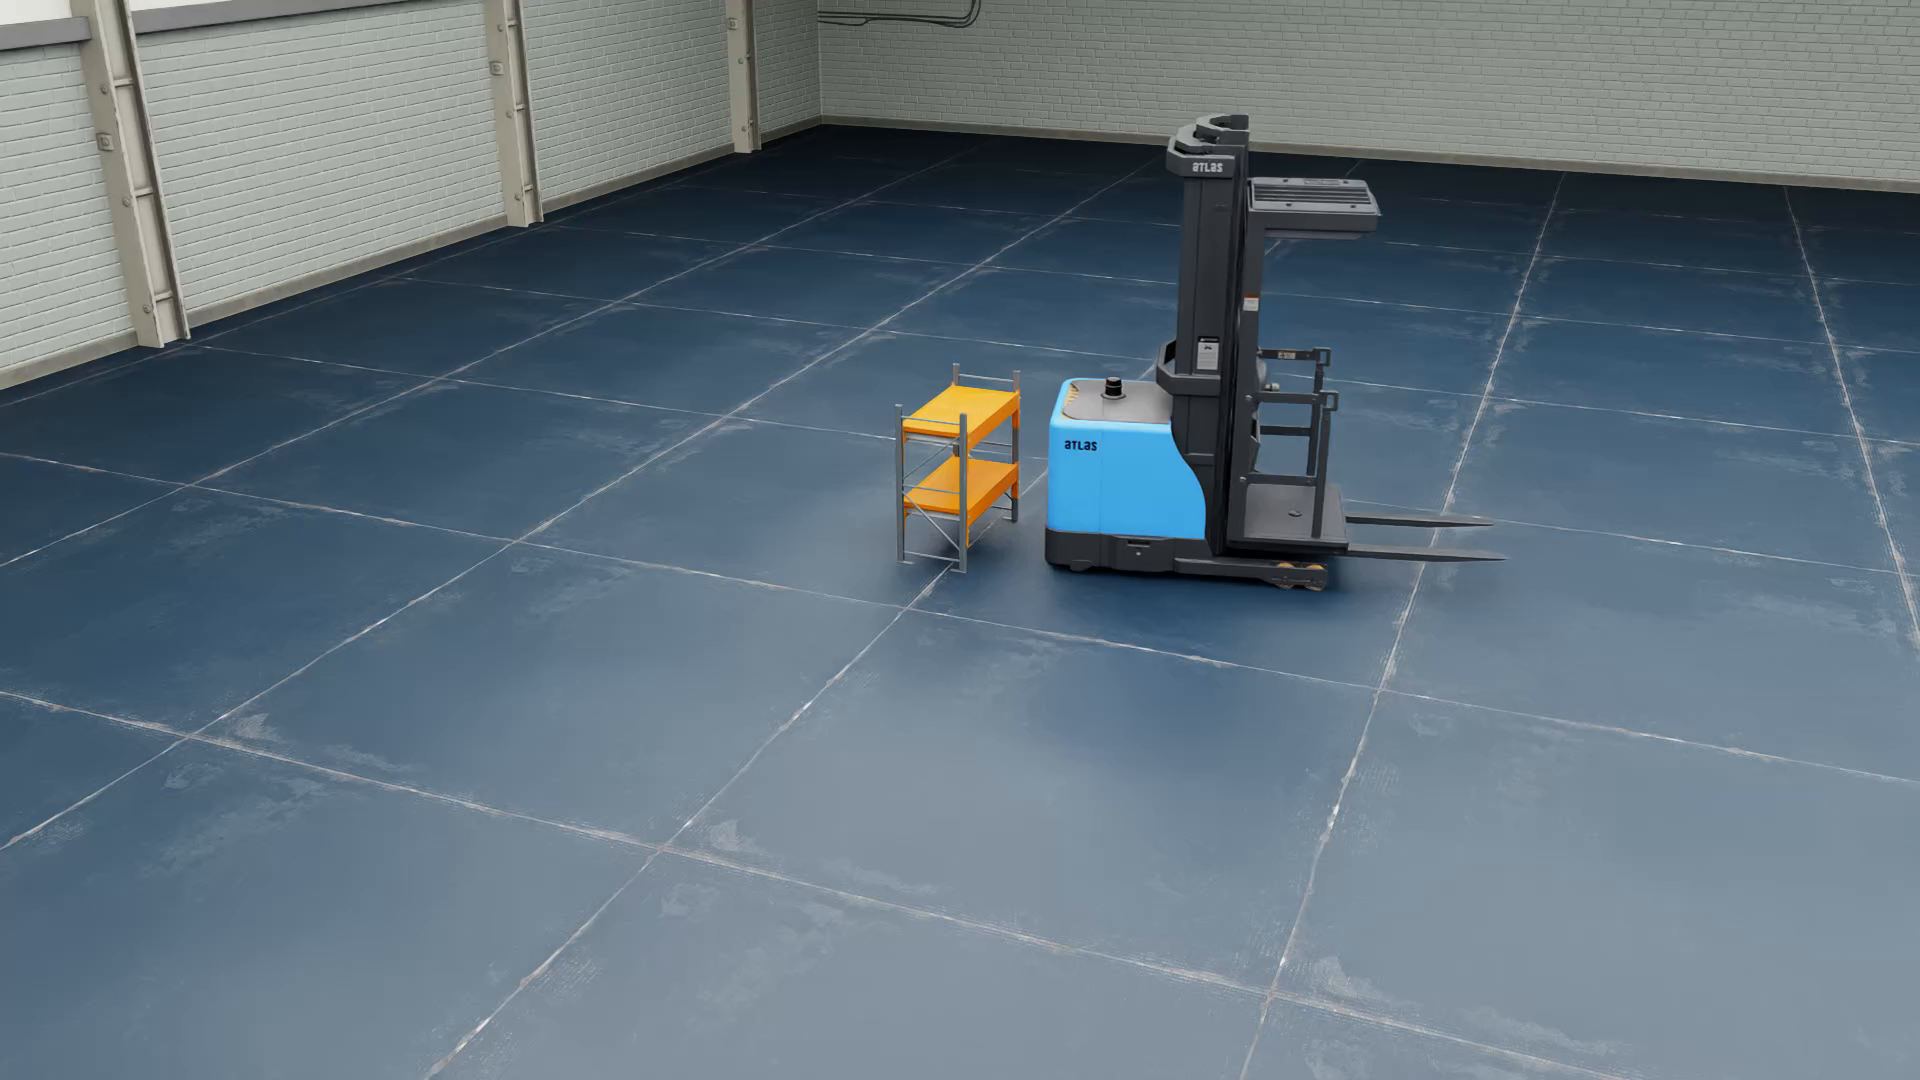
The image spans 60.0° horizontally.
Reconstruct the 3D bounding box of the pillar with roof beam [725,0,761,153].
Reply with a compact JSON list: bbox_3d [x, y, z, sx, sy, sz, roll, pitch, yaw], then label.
[{"bbox_3d":[0.575,-9.797,23.530,9.100,9.000,0.400,9,24,20],"label":"pillar with roof beam"}]

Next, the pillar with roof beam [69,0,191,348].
[{"bbox_3d":[-3.882,-5.503,13.250,9.100,9.000,0.400,9,24,20],"label":"pillar with roof beam"}]

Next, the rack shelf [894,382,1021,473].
[{"bbox_3d":[-0.003,-0.787,11.415,0.538,0.278,1.000,9,24,20],"label":"rack shelf"}]

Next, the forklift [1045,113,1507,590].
[{"bbox_3d":[2.136,-1.240,10.917,3.031,2.935,1.130,3,23,8],"label":"forklift"}]

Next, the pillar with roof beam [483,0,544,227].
[{"bbox_3d":[-1.654,-7.650,18.390,9.100,9.000,0.400,9,24,20],"label":"pillar with roof beam"}]

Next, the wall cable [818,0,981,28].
[{"bbox_3d":[-1.100,-9.846,27.675,3.097,2.526,0.112,9,24,20],"label":"wall cable"}]

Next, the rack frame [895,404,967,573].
[{"bbox_3d":[-0.191,-0.335,11.092,0.500,1.125,0.032,9,24,20],"label":"rack frame"}]

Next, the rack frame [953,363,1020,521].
[{"bbox_3d":[0.186,-0.699,11.963,0.500,1.125,0.032,9,24,20],"label":"rack frame"}]

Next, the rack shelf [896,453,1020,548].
[{"bbox_3d":[-0.003,-0.291,11.622,0.538,0.278,1.000,9,24,20],"label":"rack shelf"}]

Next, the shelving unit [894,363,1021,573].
[{"bbox_3d":[-0.003,-0.517,11.527,0.538,1.125,1.048,9,24,20],"label":"shelving unit"}]
